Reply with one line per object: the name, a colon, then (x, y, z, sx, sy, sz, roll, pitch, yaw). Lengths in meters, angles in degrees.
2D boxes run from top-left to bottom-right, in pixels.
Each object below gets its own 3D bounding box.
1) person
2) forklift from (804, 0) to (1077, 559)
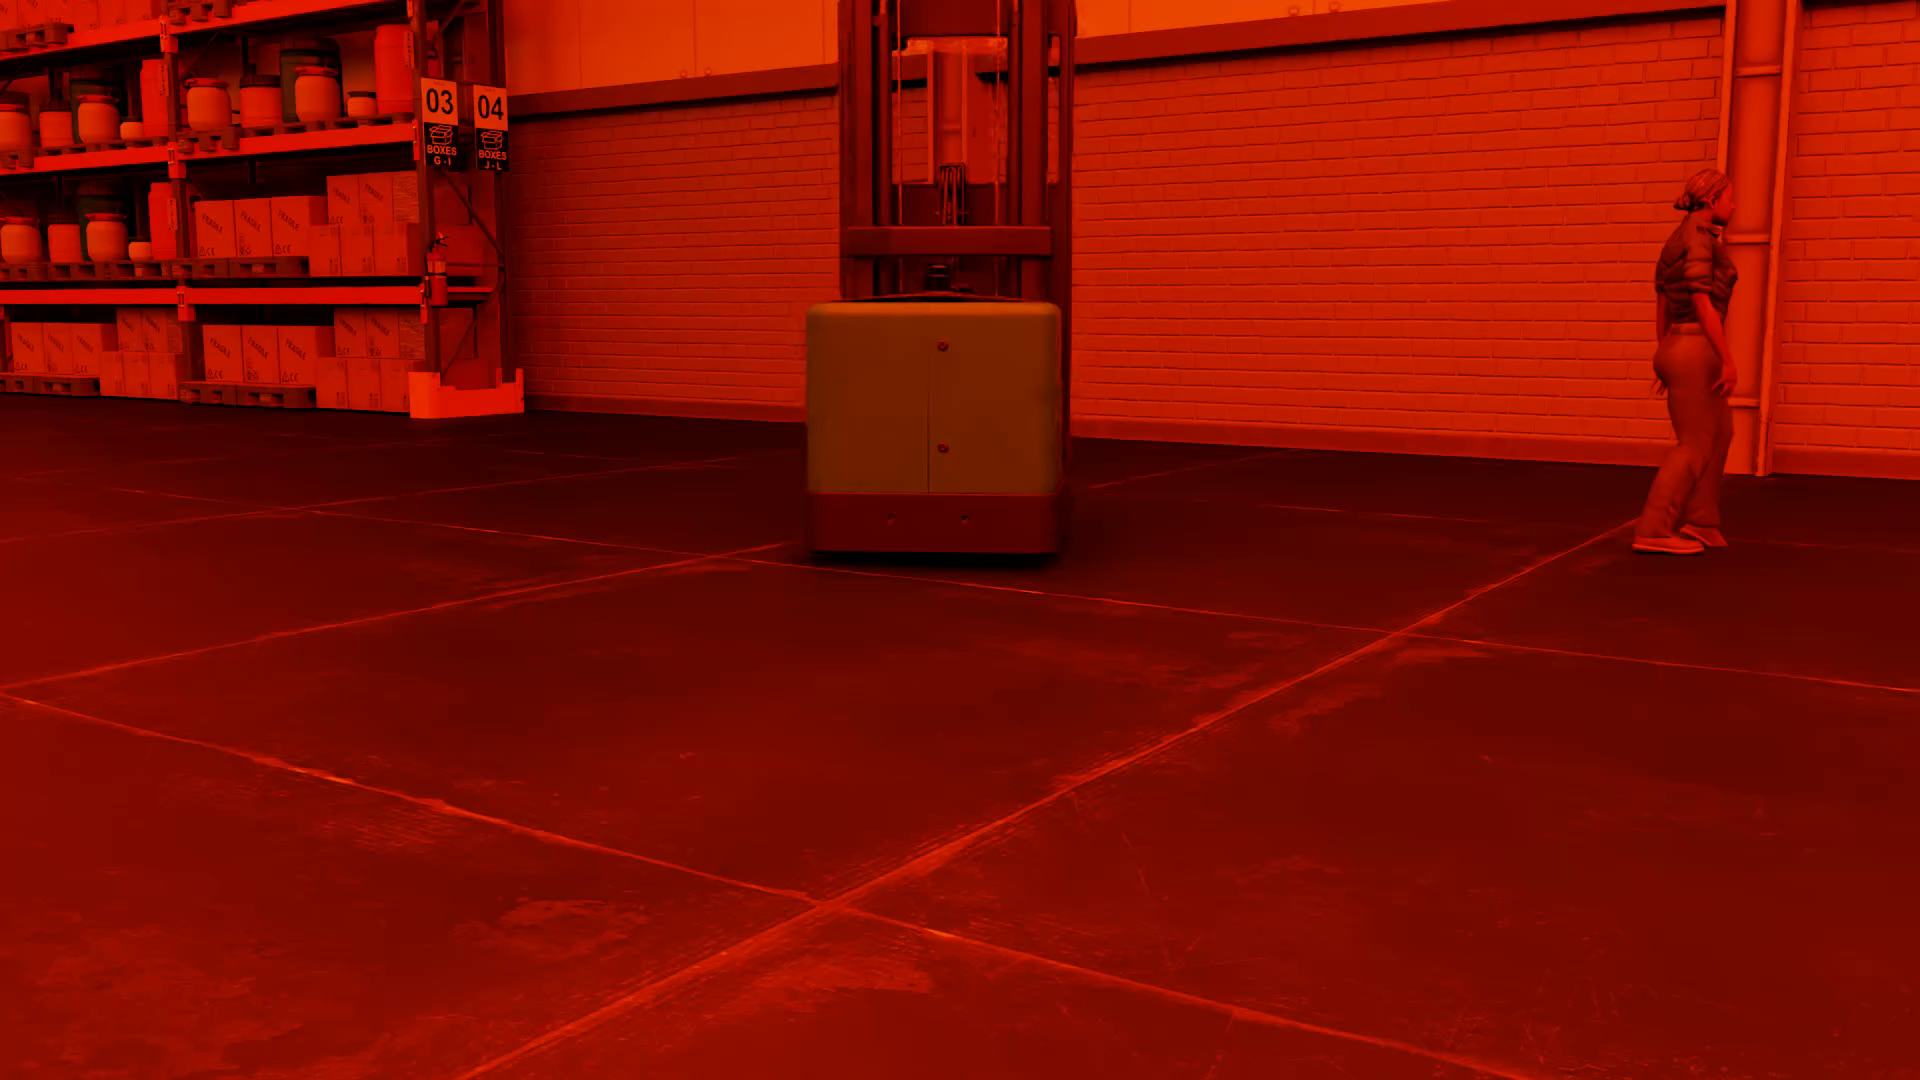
person: (3.196, -0.731, 7.167, 0.529, 1.704, 0.563, 1, 8, 8)
forklift: (0.002, -1.541, 8.030, 1.130, 2.935, 3.031, 1, 8, 5)
